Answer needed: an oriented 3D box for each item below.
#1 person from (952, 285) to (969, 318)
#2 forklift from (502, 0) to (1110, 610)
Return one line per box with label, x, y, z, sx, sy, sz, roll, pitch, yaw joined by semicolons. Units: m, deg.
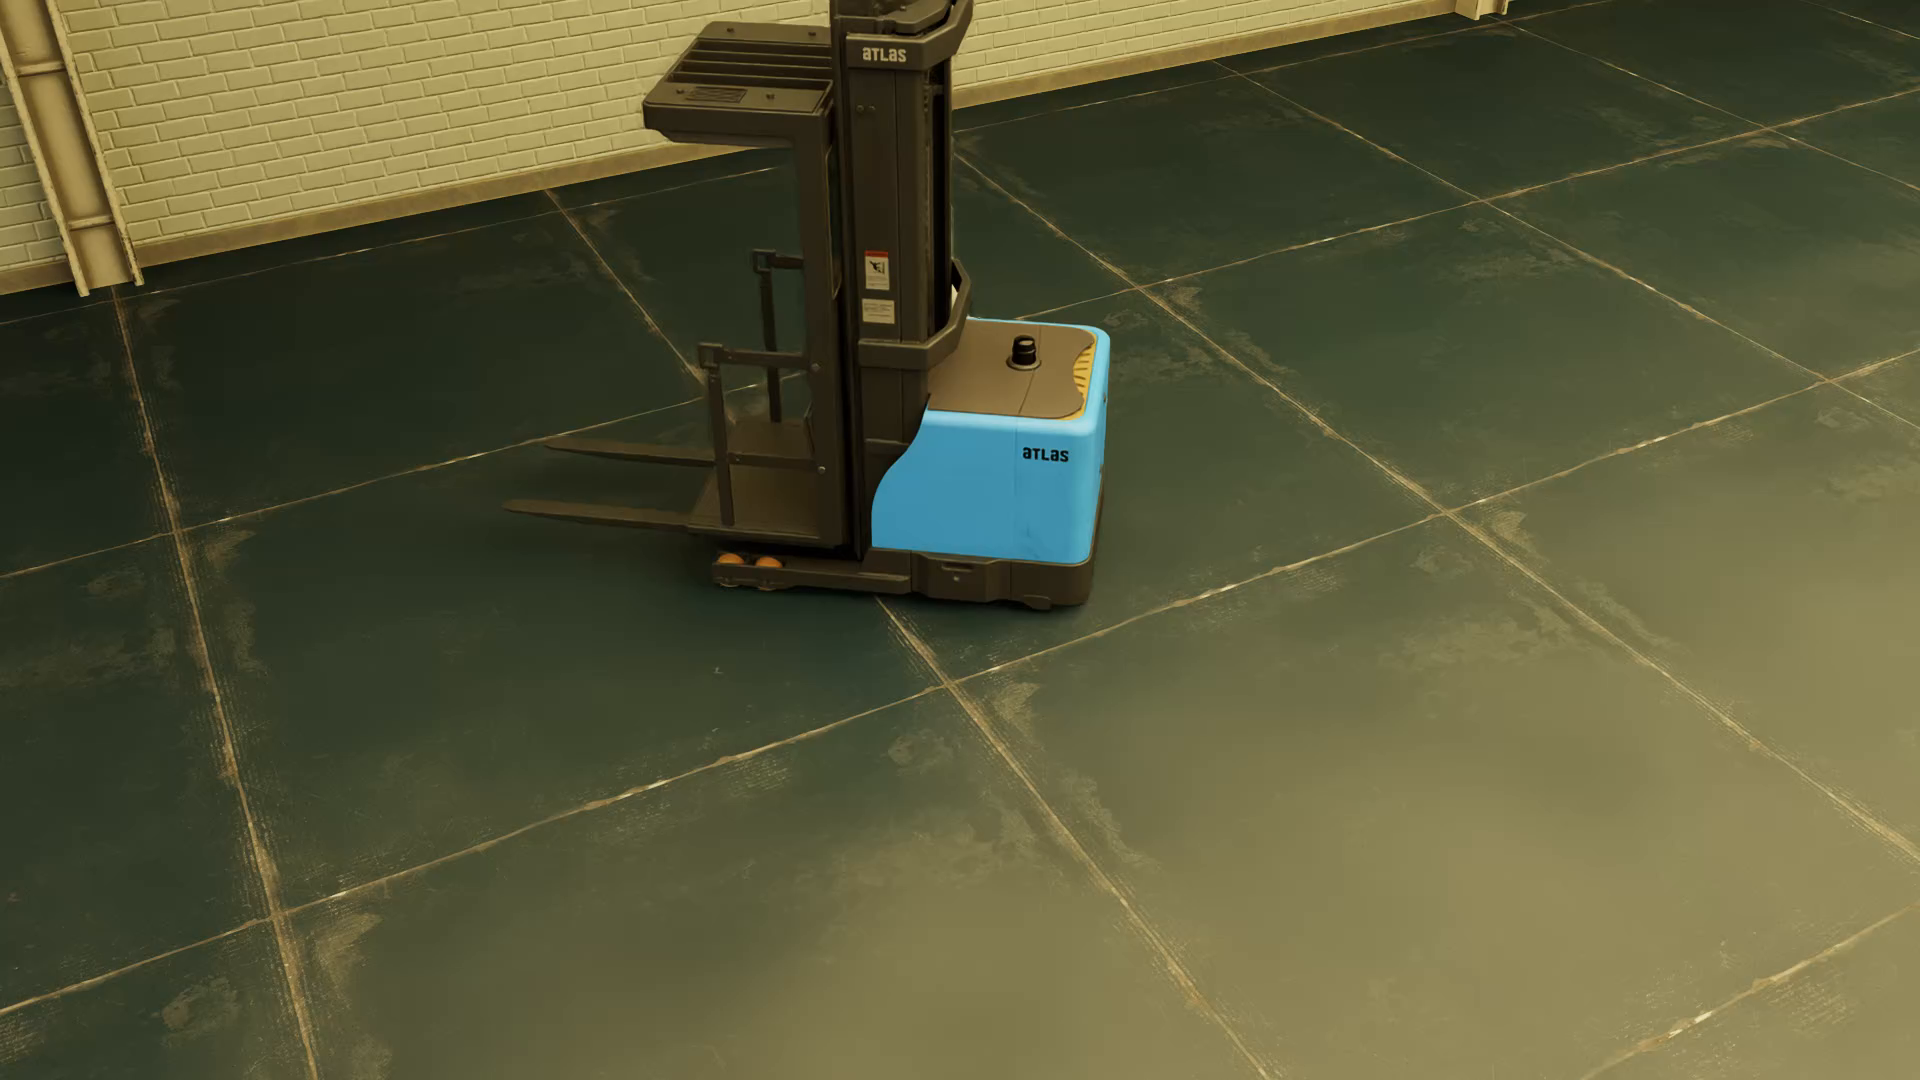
person;-0.192;-1.516;9.458;0.472;1.581;0.828;-7;36;-10
forklift;-0.799;-1.240;7.877;3.031;2.935;1.130;5;36;7
